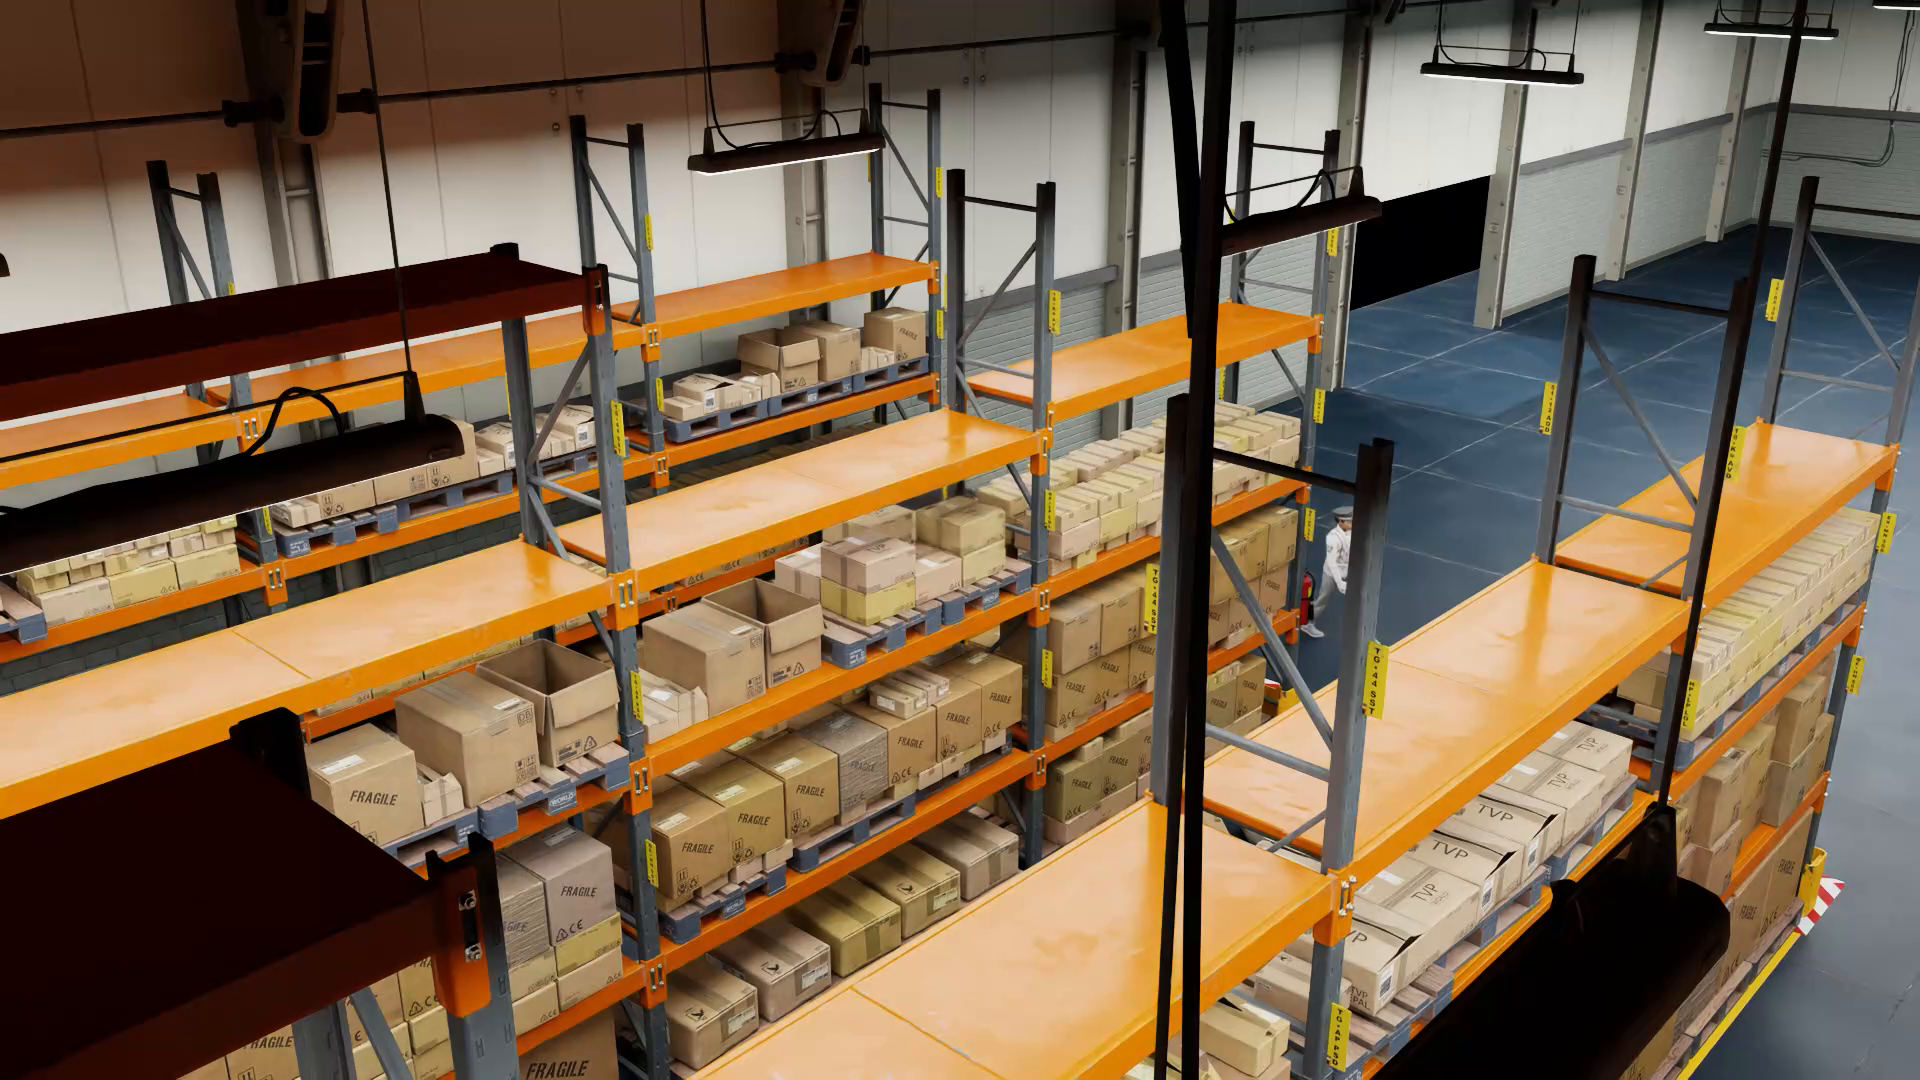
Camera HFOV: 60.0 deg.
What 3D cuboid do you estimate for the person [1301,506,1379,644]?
[{"bbox_3d":[4.305,0.404,18.707,0.495,1.632,0.869,-15,26,-34],"label":"person"}]
